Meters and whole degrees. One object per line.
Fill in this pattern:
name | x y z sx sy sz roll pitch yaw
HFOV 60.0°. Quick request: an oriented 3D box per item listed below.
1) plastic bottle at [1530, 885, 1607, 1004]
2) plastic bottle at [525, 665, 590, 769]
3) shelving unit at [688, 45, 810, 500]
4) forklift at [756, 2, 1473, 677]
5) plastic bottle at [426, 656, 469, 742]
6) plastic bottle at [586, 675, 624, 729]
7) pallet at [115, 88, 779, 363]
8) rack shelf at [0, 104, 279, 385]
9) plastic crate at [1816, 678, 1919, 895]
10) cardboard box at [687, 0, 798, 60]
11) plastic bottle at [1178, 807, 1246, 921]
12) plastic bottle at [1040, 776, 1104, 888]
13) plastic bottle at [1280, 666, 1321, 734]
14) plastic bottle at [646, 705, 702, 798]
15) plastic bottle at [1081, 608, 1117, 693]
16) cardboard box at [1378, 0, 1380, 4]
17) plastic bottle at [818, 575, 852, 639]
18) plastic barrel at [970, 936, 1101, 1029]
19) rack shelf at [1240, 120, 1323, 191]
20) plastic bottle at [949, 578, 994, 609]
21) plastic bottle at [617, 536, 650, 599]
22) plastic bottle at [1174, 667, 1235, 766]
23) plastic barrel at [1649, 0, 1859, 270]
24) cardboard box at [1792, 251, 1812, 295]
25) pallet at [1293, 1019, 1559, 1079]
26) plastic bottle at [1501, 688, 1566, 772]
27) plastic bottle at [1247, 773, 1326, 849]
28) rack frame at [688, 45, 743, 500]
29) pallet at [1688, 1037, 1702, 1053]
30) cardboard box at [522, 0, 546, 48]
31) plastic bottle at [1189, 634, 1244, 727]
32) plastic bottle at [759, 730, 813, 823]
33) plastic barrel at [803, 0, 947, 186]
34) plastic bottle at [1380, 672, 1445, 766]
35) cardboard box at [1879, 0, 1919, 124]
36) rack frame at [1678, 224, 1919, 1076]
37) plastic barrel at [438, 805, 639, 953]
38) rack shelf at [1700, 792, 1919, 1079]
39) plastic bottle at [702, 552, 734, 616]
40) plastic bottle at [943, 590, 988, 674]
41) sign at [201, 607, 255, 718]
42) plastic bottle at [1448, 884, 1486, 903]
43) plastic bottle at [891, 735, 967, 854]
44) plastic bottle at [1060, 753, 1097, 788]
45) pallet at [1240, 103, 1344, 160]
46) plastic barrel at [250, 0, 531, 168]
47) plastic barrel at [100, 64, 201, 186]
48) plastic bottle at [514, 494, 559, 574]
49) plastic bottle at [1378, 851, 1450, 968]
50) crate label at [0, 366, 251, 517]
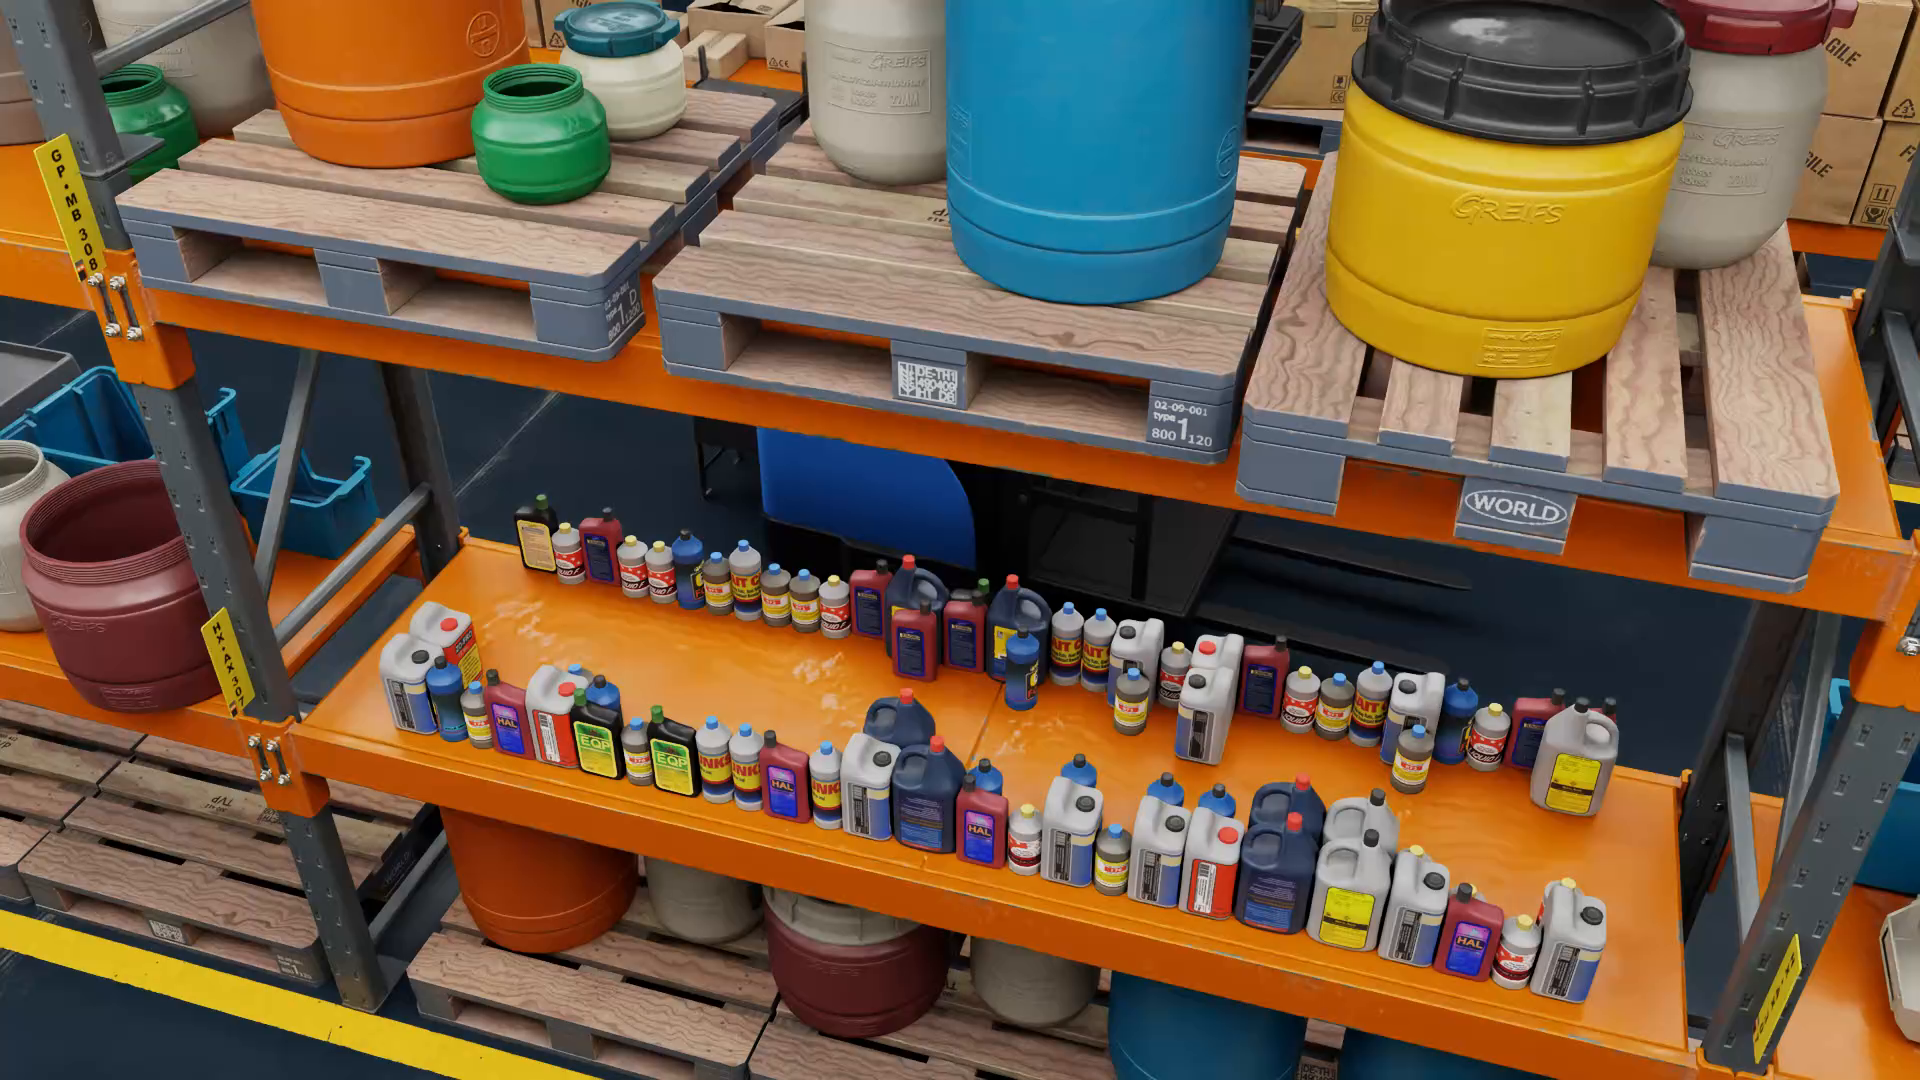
plastic bottle | 1.473 0.966 4.012 0.135 0.276 0.152 10 38 14
plastic bottle | -1.115 0.487 4.663 0.135 0.276 0.152 10 38 14
shelving unit | -0.941 -1.094 7.465 0.503 2.100 0.431 14 39 18
forklift | 0.675 -0.984 6.615 3.031 2.935 1.130 14 39 18
plastic bottle | -1.454 0.443 4.727 0.097 0.271 0.097 0 36 0
plastic bottle | -0.994 0.490 4.662 0.097 0.271 0.097 0 36 0
pallet | -1.172 -0.846 3.998 1.213 0.211 1.003 10 38 14
rack shelf | -3.782 -1.176 4.894 4.000 0.370 1.077 10 38 14
plastic crate | 2.492 0.674 4.266 0.575 0.384 0.392 10 38 14
cardboard box | -1.188 -2.938 9.287 0.500 0.311 0.500 10 38 13
plastic bottle | 0.642 0.812 4.221 0.135 0.276 0.152 10 38 14
plastic bottle | 0.293 0.747 4.309 0.135 0.276 0.152 10 38 14
plastic bottle | 0.979 0.450 4.776 0.097 0.201 0.097 0 36 0
plastic bottle | -0.780 0.574 4.538 0.133 0.283 0.061 10 38 14
plastic bottle | 0.409 0.316 4.898 0.097 0.271 0.097 0 36 0
cardboard box | 2.365 -2.505 8.184 0.500 0.500 0.700 16 39 21
plastic bottle | -0.384 0.198 5.119 0.097 0.201 0.097 0 36 0
plastic barrel | 0.243 1.254 5.260 0.421 0.512 0.421 0 36 0
rack shelf | 1.517 -2.063 8.630 4.000 0.370 1.077 10 38 14
plastic bottle | 0.035 0.231 5.004 0.133 0.283 0.061 10 38 14
plastic bottle | -1.035 0.077 5.282 0.097 0.201 0.097 0 36 0
plastic bottle | 0.688 0.477 4.675 0.135 0.276 0.152 10 38 14
plastic barrel | 1.517 -0.864 3.394 0.433 0.535 0.433 0 36 0
cardboard box | 4.054 -1.230 8.628 0.500 0.500 0.500 10 38 14
pallet | 1.221 1.766 5.173 1.213 0.211 1.003 10 38 14
plastic bottle | 1.595 0.520 4.612 0.133 0.283 0.061 10 38 14
plastic bottle | 0.837 0.731 4.268 0.185 0.351 0.144 10 38 14
rack frame | -1.166 -1.149 7.540 0.015 2.100 0.400 14 39 18
pallet | 2.659 2.034 4.809 1.213 0.211 1.003 10 38 14
cardboard box | -2.501 -3.127 9.384 0.500 0.500 0.500 11 38 14
plastic bottle | 0.733 0.391 4.792 0.135 0.276 0.152 10 38 14
plastic bottle | -0.467 0.632 4.459 0.133 0.283 0.061 10 38 14
plastic barrel | -0.136 -1.108 3.726 0.433 0.535 0.433 0 36 0
plastic bottle | 1.268 0.490 4.658 0.135 0.276 0.152 10 38 14
cardboard box | 4.284 -2.109 7.157 0.500 0.500 0.500 9 37 12
rack frame | 1.945 0.802 4.129 0.127 3.000 1.000 10 38 14
plastic barrel | -1.401 0.877 5.504 0.708 0.830 0.600 10 38 14
rack shelf | 3.854 1.446 3.862 4.000 0.370 1.077 10 38 14
plastic bottle | -0.756 0.129 5.212 0.097 0.201 0.097 0 36 0
plastic bottle | 0.017 0.265 4.958 0.133 0.283 0.061 10 38 14
sign | -2.030 0.342 4.617 0.005 0.325 0.100 10 38 14
plastic bottle | 1.244 0.933 4.120 0.097 0.201 0.097 0 36 0
plastic bottle | -0.081 0.650 4.378 0.185 0.351 0.144 10 38 14
plastic bottle | 0.312 0.675 4.411 0.097 0.271 0.097 0 36 0
pallet | 1.465 -2.288 8.490 1.213 0.211 1.003 10 38 14
plastic barrel | -1.332 -1.353 3.810 0.708 0.830 0.600 10 38 14
plastic barrel | -2.124 -1.065 4.267 0.294 0.245 0.294 0 36 0
plastic bottle | -1.360 -0.027 5.355 0.133 0.283 0.061 10 38 14
plastic bottle | 1.124 0.901 4.100 0.135 0.276 0.152 10 38 14
crate label | -2.741 -0.247 5.526 0.616 0.435 0.502 10 38 14
